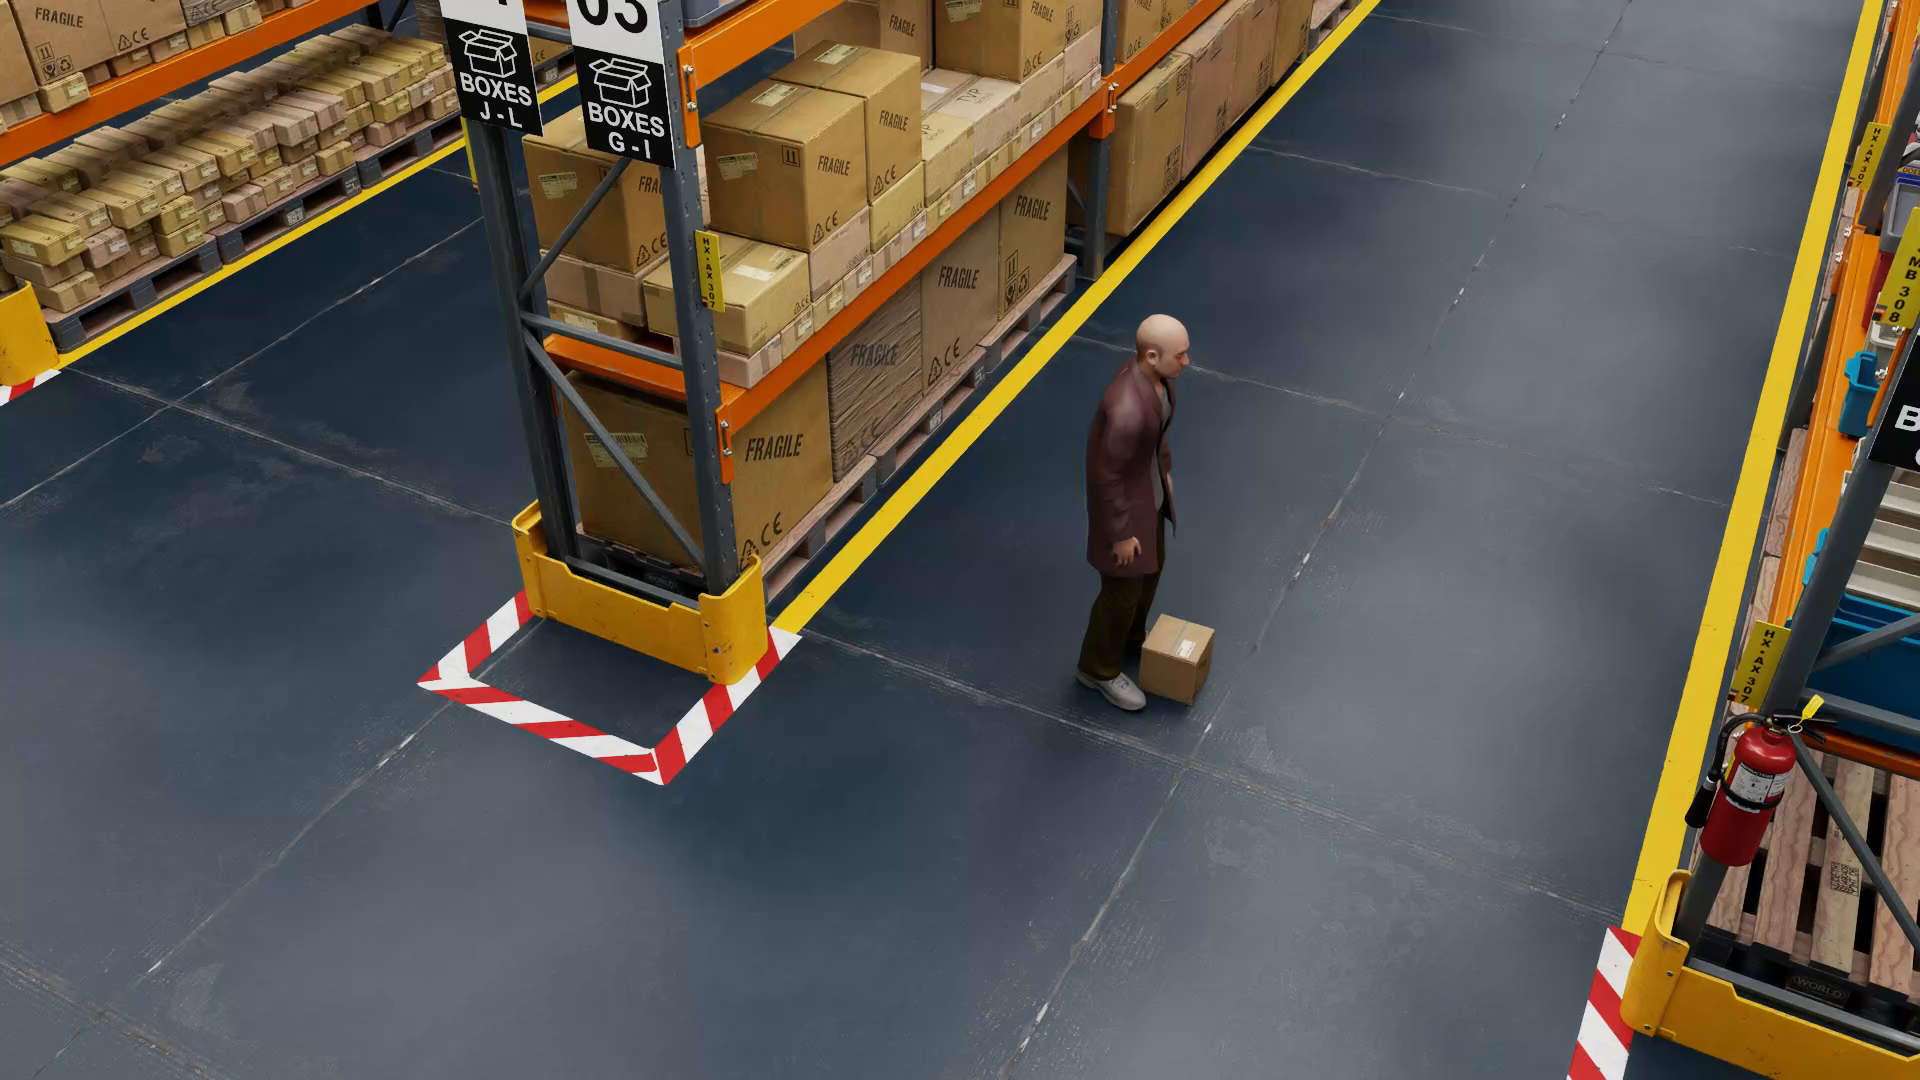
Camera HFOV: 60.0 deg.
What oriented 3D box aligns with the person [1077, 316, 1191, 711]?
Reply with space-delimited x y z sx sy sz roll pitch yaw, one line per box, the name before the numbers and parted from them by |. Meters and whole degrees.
person | 0.732 -0.078 7.014 0.416 1.592 0.654 17 40 21
